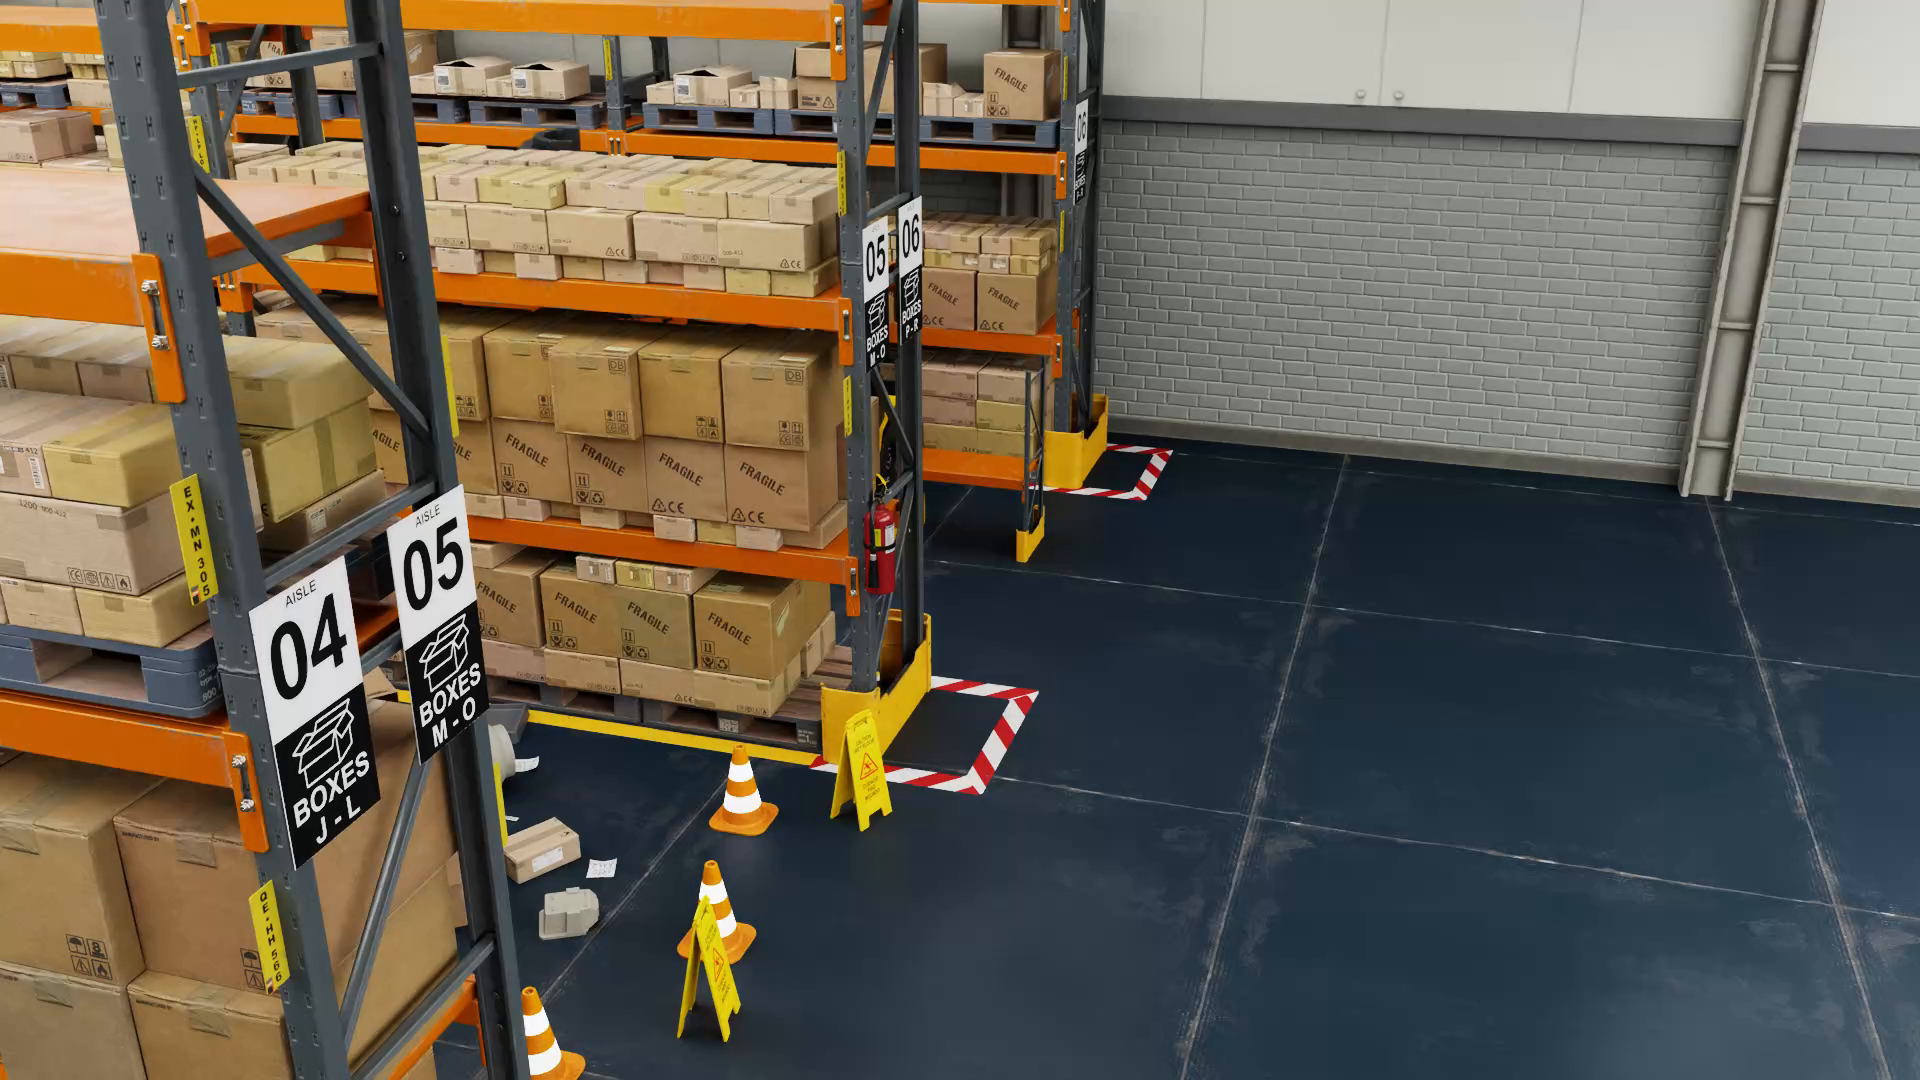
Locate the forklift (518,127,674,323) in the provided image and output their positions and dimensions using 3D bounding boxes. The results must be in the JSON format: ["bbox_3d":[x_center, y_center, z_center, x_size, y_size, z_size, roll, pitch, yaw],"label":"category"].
[{"bbox_3d":[-2.783,-1.942,14.047,3.031,2.935,1.130,-3,22,-7],"label":"forklift"}]

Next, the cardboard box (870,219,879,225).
[{"bbox_3d":[-0.875,-2.661,14.332,0.250,0.149,0.380,7,23,16],"label":"cardboard box"}]

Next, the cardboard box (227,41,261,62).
[{"bbox_3d":[-6.933,-4.707,16.025,0.250,0.149,0.380,6,23,14],"label":"cardboard box"}]

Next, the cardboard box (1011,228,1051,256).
[{"bbox_3d":[0.595,-2.495,13.927,0.250,0.149,0.380,7,23,16],"label":"cardboard box"}]

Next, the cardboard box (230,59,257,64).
[{"bbox_3d":[-6.941,-4.555,16.047,0.250,0.149,0.380,7,23,16],"label":"cardboard box"}]

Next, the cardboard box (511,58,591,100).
[{"bbox_3d":[-3.594,-4.065,14.612,0.500,0.311,0.500,6,23,14],"label":"cardboard box"}]

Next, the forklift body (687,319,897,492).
[{"bbox_3d":[-1.343,-1.201,13.268,1.214,2.155,2.313,7,23,16],"label":"forklift body"}]

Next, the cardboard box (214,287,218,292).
[{"bbox_3d":[-7.811,-2.534,17.287,0.250,0.149,0.380,5,23,13],"label":"cardboard box"}]

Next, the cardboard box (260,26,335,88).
[{"bbox_3d":[-6.037,-4.432,15.258,0.500,0.500,0.500,7,23,16],"label":"cardboard box"}]

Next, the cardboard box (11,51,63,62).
[{"bbox_3d":[-8.839,-4.674,15.919,0.250,0.149,0.380,7,23,16],"label":"cardboard box"}]

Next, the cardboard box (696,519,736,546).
[{"bbox_3d":[-1.365,-0.115,9.834,0.250,0.149,0.380,6,23,15],"label":"cardboard box"}]

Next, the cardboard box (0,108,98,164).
[{"bbox_3d":[-5.836,-2.548,10.468,0.500,0.250,0.500,7,23,16],"label":"cardboard box"}]

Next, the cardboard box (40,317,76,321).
[{"bbox_3d":[-5.701,-1.422,10.758,0.250,0.149,0.380,6,23,13],"label":"cardboard box"}]

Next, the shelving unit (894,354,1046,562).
[{"bbox_3d":[0.073,-0.686,12.870,1.083,1.500,0.587,7,23,16],"label":"shelving unit"}]

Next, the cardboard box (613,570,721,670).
[{"bbox_3d":[-1.774,0.437,10.238,0.500,0.500,0.500,7,23,17],"label":"cardboard box"}]

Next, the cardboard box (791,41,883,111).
[{"bbox_3d":[-0.996,-3.911,13.984,0.637,0.503,0.797,7,23,17],"label":"cardboard box"}]

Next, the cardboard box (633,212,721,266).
[{"bbox_3d":[-1.476,-1.719,9.267,0.500,0.250,0.500,6,23,15],"label":"cardboard box"}]

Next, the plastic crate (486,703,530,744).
[{"bbox_3d":[-2.995,1.138,10.296,0.583,0.080,0.402,-1,22,-3],"label":"plastic crate"}]

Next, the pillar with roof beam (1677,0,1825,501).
[{"bbox_3d":[5.093,-3.006,8.646,0.400,9.000,9.100,7,23,16],"label":"pillar with roof beam"}]

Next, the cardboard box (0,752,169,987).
[{"bbox_3d":[-2.662,0.914,5.373,0.550,0.550,0.875,7,23,16],"label":"cardboard box"}]

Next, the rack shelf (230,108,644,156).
[{"bbox_3d":[-4.745,-3.761,15.387,4.000,0.370,1.077,7,23,16],"label":"rack shelf"}]

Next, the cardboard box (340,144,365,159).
[{"bbox_3d":[-3.623,-2.368,10.322,0.250,0.149,0.380,6,23,14],"label":"cardboard box"}]

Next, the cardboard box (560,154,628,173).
[{"bbox_3d":[-2.160,-2.176,9.856,0.250,0.149,0.380,7,23,17],"label":"cardboard box"}]

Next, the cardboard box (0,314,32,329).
[{"bbox_3d":[-3.209,-0.608,5.348,0.250,0.149,0.380,6,23,15],"label":"cardboard box"}]

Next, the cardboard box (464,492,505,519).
[{"bbox_3d":[-2.830,-0.272,10.217,0.250,0.149,0.380,7,23,16],"label":"cardboard box"}]

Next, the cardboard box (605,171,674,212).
[{"bbox_3d":[-1.786,-1.954,9.315,0.250,0.149,0.380,7,23,16],"label":"cardboard box"}]

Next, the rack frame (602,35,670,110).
[{"bbox_3d":[-2.831,-5.263,14.147,0.127,3.000,1.000,7,23,16],"label":"rack frame"}]

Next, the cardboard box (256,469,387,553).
[{"bbox_3d":[-2.000,-0.101,5.163,0.250,0.149,0.380,7,23,16],"label":"cardboard box"}]

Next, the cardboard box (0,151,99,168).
[{"bbox_3d":[-5.833,-2.321,10.572,0.500,0.250,0.500,7,23,16],"label":"cardboard box"}]

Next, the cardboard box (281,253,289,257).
[{"bbox_3d":[-4.031,-1.830,10.063,0.250,0.149,0.380,6,23,15],"label":"cardboard box"}]

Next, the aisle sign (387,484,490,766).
[{"bbox_3d":[-1.610,0.261,5.161,0.004,0.787,0.394,7,23,16],"label":"aisle sign"}]

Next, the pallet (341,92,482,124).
[{"bbox_3d":[-4.913,-4.062,15.423,1.213,0.211,1.003,8,24,18],"label":"pallet"}]

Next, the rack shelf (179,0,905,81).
[{"bbox_3d":[-2.346,-2.905,9.352,4.000,0.370,1.077,7,23,16],"label":"rack shelf"}]

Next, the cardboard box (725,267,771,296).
[{"bbox_3d":[-1.101,-1.469,9.182,0.250,0.149,0.380,7,23,16],"label":"cardboard box"}]

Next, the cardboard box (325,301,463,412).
[{"bbox_3d":[-3.420,-1.139,10.157,0.500,0.500,0.700,7,23,16],"label":"cardboard box"}]

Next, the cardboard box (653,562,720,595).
[{"bbox_3d":[-1.644,0.177,10.017,0.250,0.149,0.380,7,23,17],"label":"cardboard box"}]

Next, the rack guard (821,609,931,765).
[{"bbox_3d":[-0.504,0.904,10.314,0.348,0.500,1.175,7,23,16],"label":"rack guard"}]

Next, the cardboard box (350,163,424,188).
[{"bbox_3d":[-3.302,-2.082,9.626,0.250,0.149,0.380,6,23,15],"label":"cardboard box"}]

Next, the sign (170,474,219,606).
[{"bbox_3d":[-1.934,0.000,4.208,0.005,0.325,0.100,7,23,16],"label":"sign"}]

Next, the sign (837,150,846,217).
[{"bbox_3d":[-0.611,-1.843,8.595,0.005,0.325,0.100,7,23,16],"label":"sign"}]

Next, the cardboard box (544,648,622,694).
[{"bbox_3d":[-2.279,0.727,10.519,0.500,0.250,0.500,6,23,14],"label":"cardboard box"}]

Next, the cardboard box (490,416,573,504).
[{"bbox_3d":[-2.466,-0.563,10.071,0.500,0.500,0.500,7,23,16],"label":"cardboard box"}]

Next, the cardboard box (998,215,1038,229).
[{"bbox_3d":[0.503,-2.699,14.423,0.250,0.149,0.380,7,23,17],"label":"cardboard box"}]

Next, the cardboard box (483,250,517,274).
[{"bbox_3d":[-2.555,-1.662,9.652,0.250,0.149,0.380,7,23,16],"label":"cardboard box"}]

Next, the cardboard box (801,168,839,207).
[{"bbox_3d":[-0.713,-1.998,9.422,0.250,0.149,0.380,6,23,15],"label":"cardboard box"}]

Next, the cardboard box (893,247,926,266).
[{"bbox_3d":[-0.401,-2.442,14.190,0.250,0.149,0.380,6,23,14],"label":"cardboard box"}]

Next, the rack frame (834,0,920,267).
[{"bbox_3d":[-0.431,-3.020,8.680,0.127,3.000,1.000,7,23,16],"label":"rack frame"}]

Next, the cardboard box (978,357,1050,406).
[{"bbox_3d":[0.468,-1.370,14.316,0.500,0.250,0.500,7,23,17],"label":"cardboard box"}]
